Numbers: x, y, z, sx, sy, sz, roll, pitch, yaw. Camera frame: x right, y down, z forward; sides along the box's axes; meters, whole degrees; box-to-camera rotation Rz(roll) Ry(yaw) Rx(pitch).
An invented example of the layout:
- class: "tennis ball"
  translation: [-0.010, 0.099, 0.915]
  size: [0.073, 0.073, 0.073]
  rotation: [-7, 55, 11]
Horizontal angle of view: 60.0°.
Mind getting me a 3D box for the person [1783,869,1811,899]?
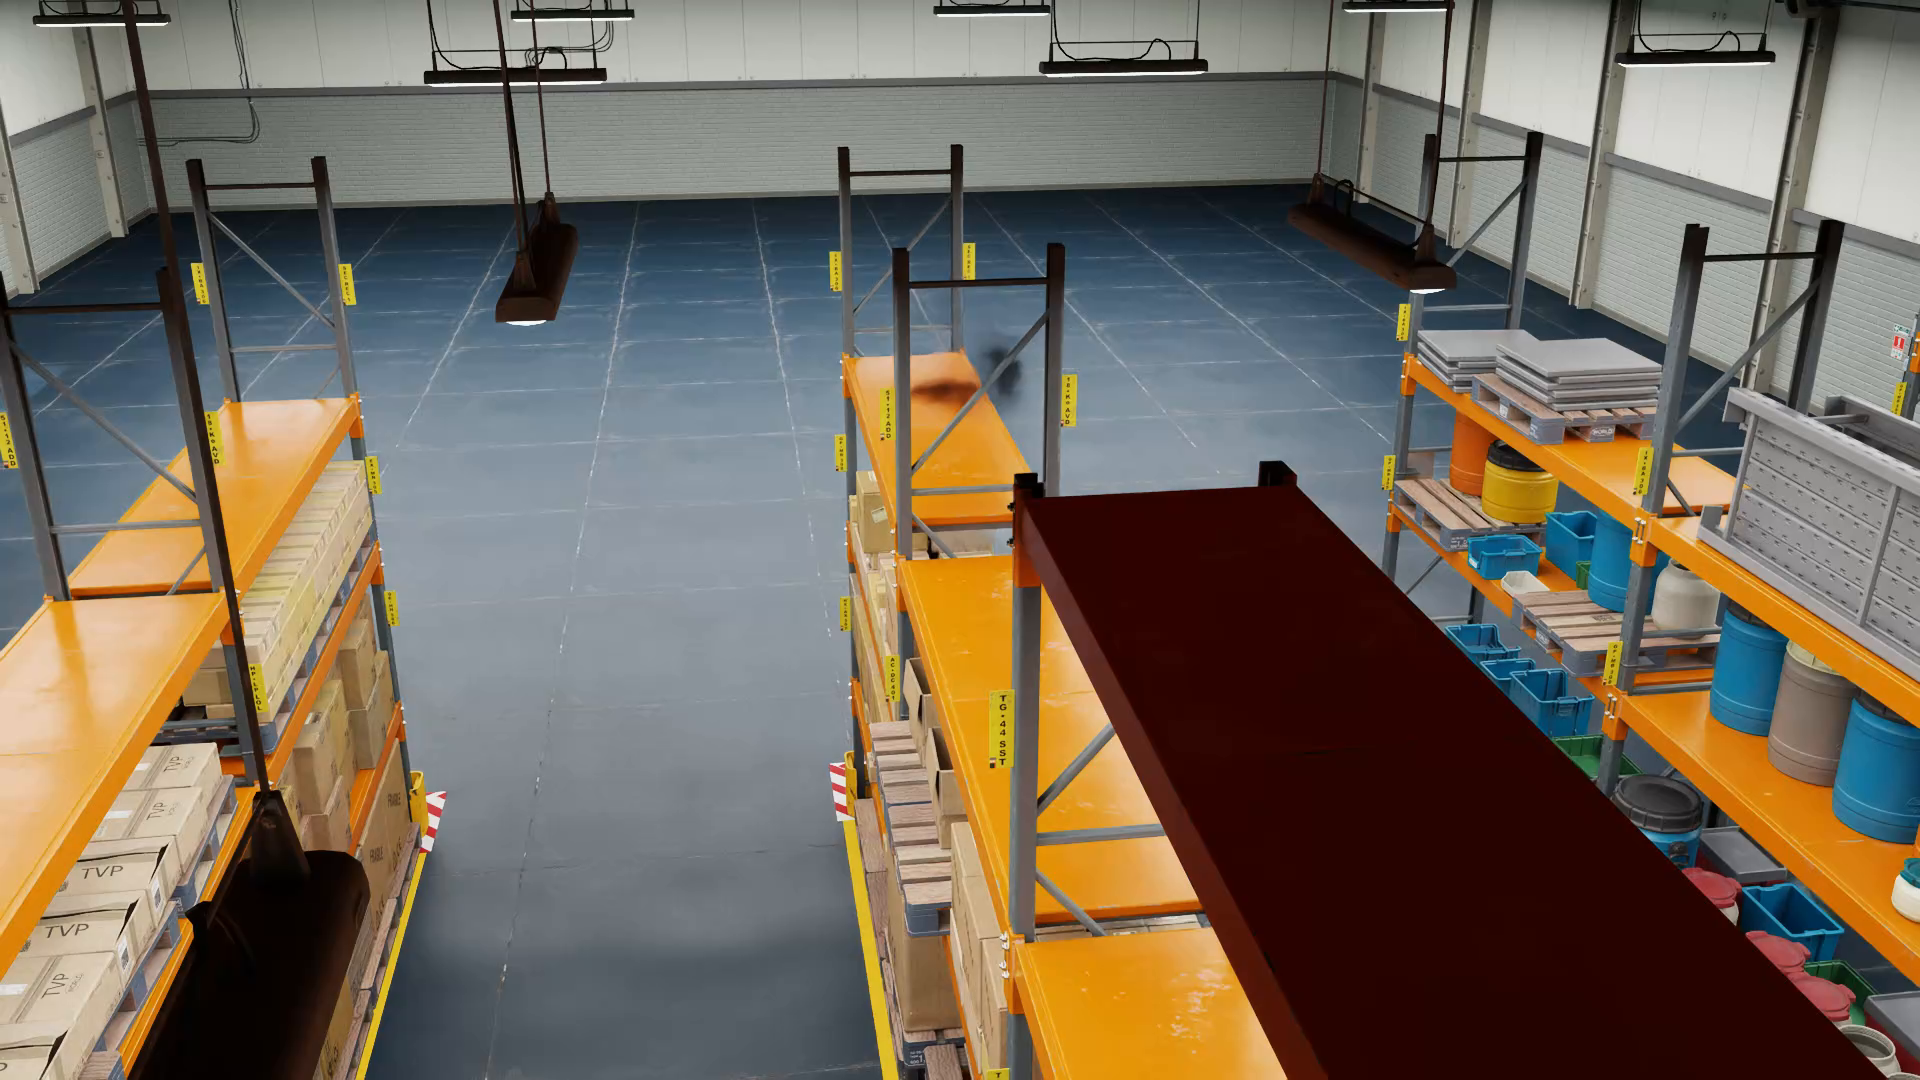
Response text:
- class: "person"
  translation: [6.757, 2.342, 13.346]
  size: [0.670, 1.801, 0.728]
  rotation: [-8, 23, -18]
